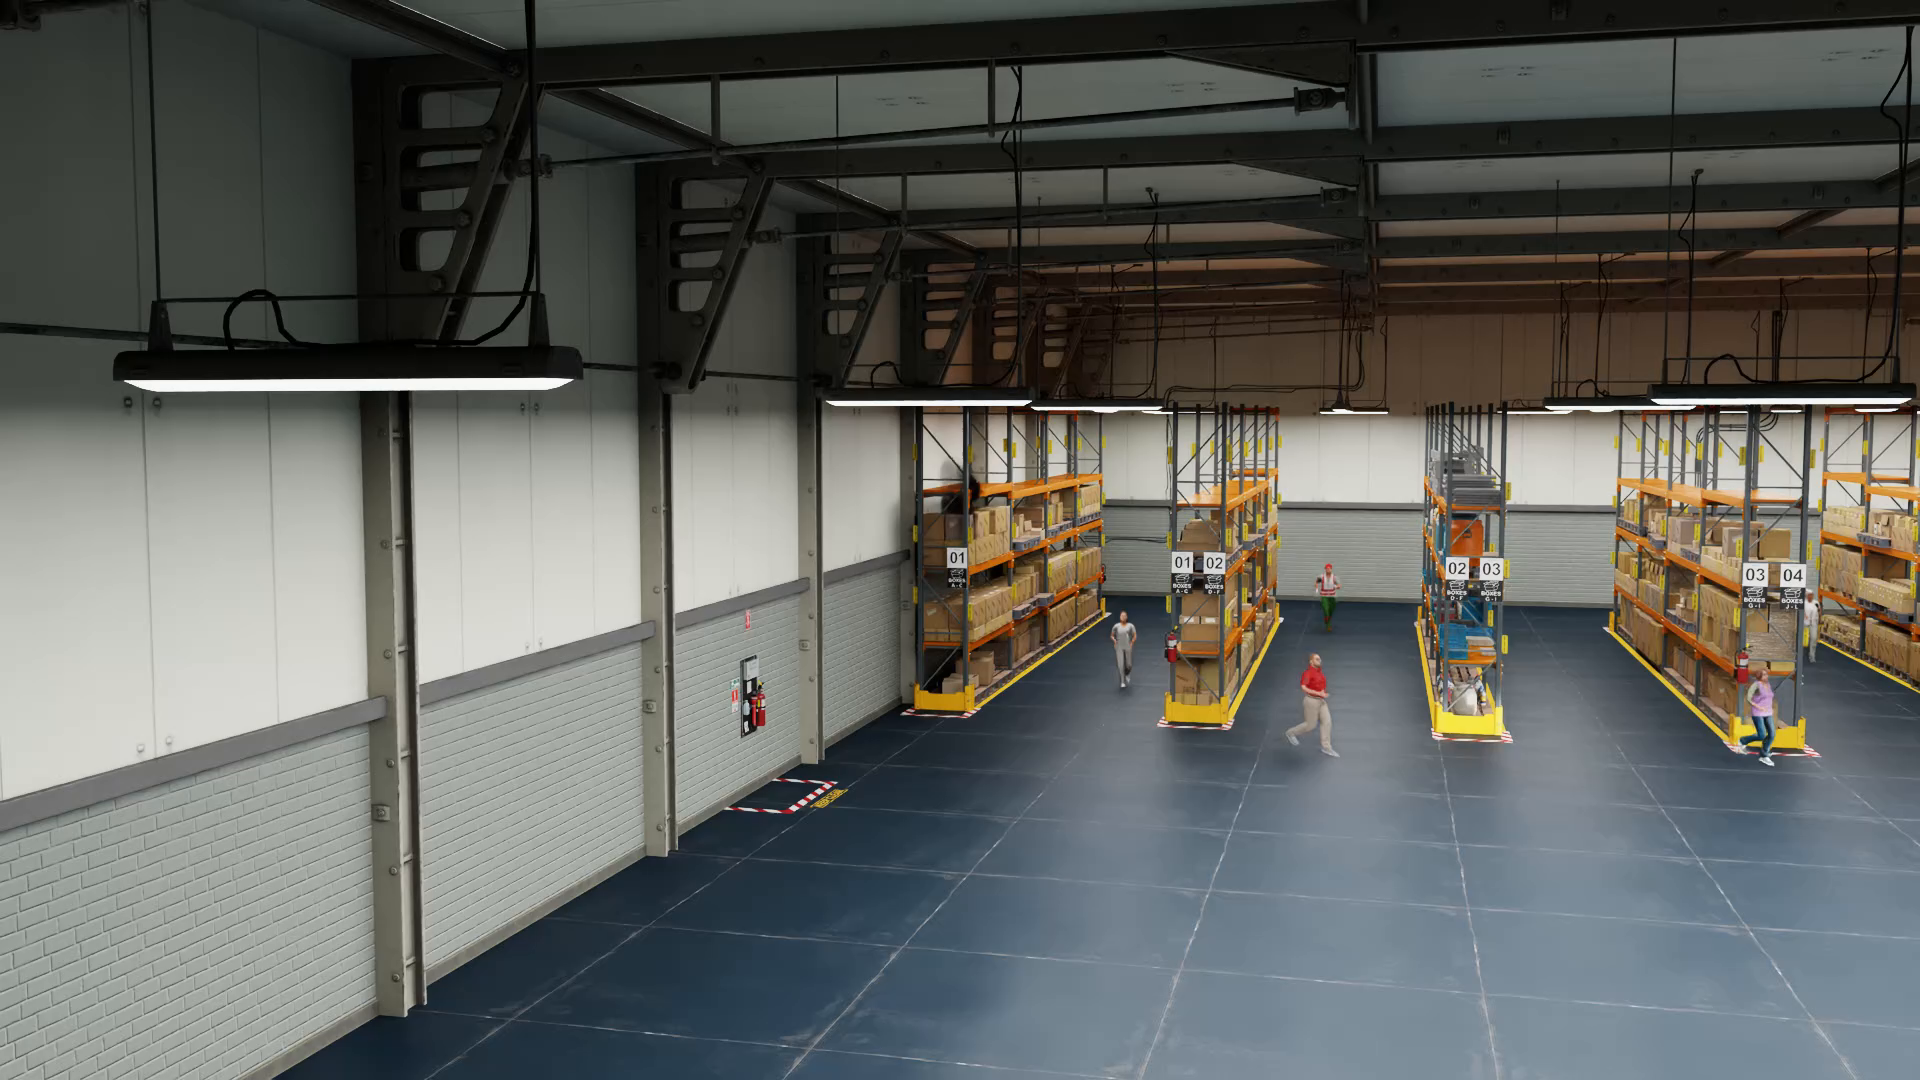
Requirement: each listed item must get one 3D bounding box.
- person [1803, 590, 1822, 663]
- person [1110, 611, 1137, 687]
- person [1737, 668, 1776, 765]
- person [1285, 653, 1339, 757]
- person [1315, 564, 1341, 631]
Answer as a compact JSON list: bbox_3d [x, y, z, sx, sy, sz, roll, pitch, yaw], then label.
[{"bbox_3d":[19.987,2.010,39.158,0.617,1.678,0.901,1,4,15],"label":"person"},{"bbox_3d":[3.462,2.307,35.228,0.561,1.620,0.584,0,4,5],"label":"person"},{"bbox_3d":[13.241,2.912,27.589,0.548,1.580,0.644,-2,5,-27],"label":"person"},{"bbox_3d":[6.014,2.786,28.282,0.957,1.734,0.675,4,6,40],"label":"person"},{"bbox_3d":[9.855,1.513,44.508,0.662,1.770,0.992,0,4,4],"label":"person"}]
